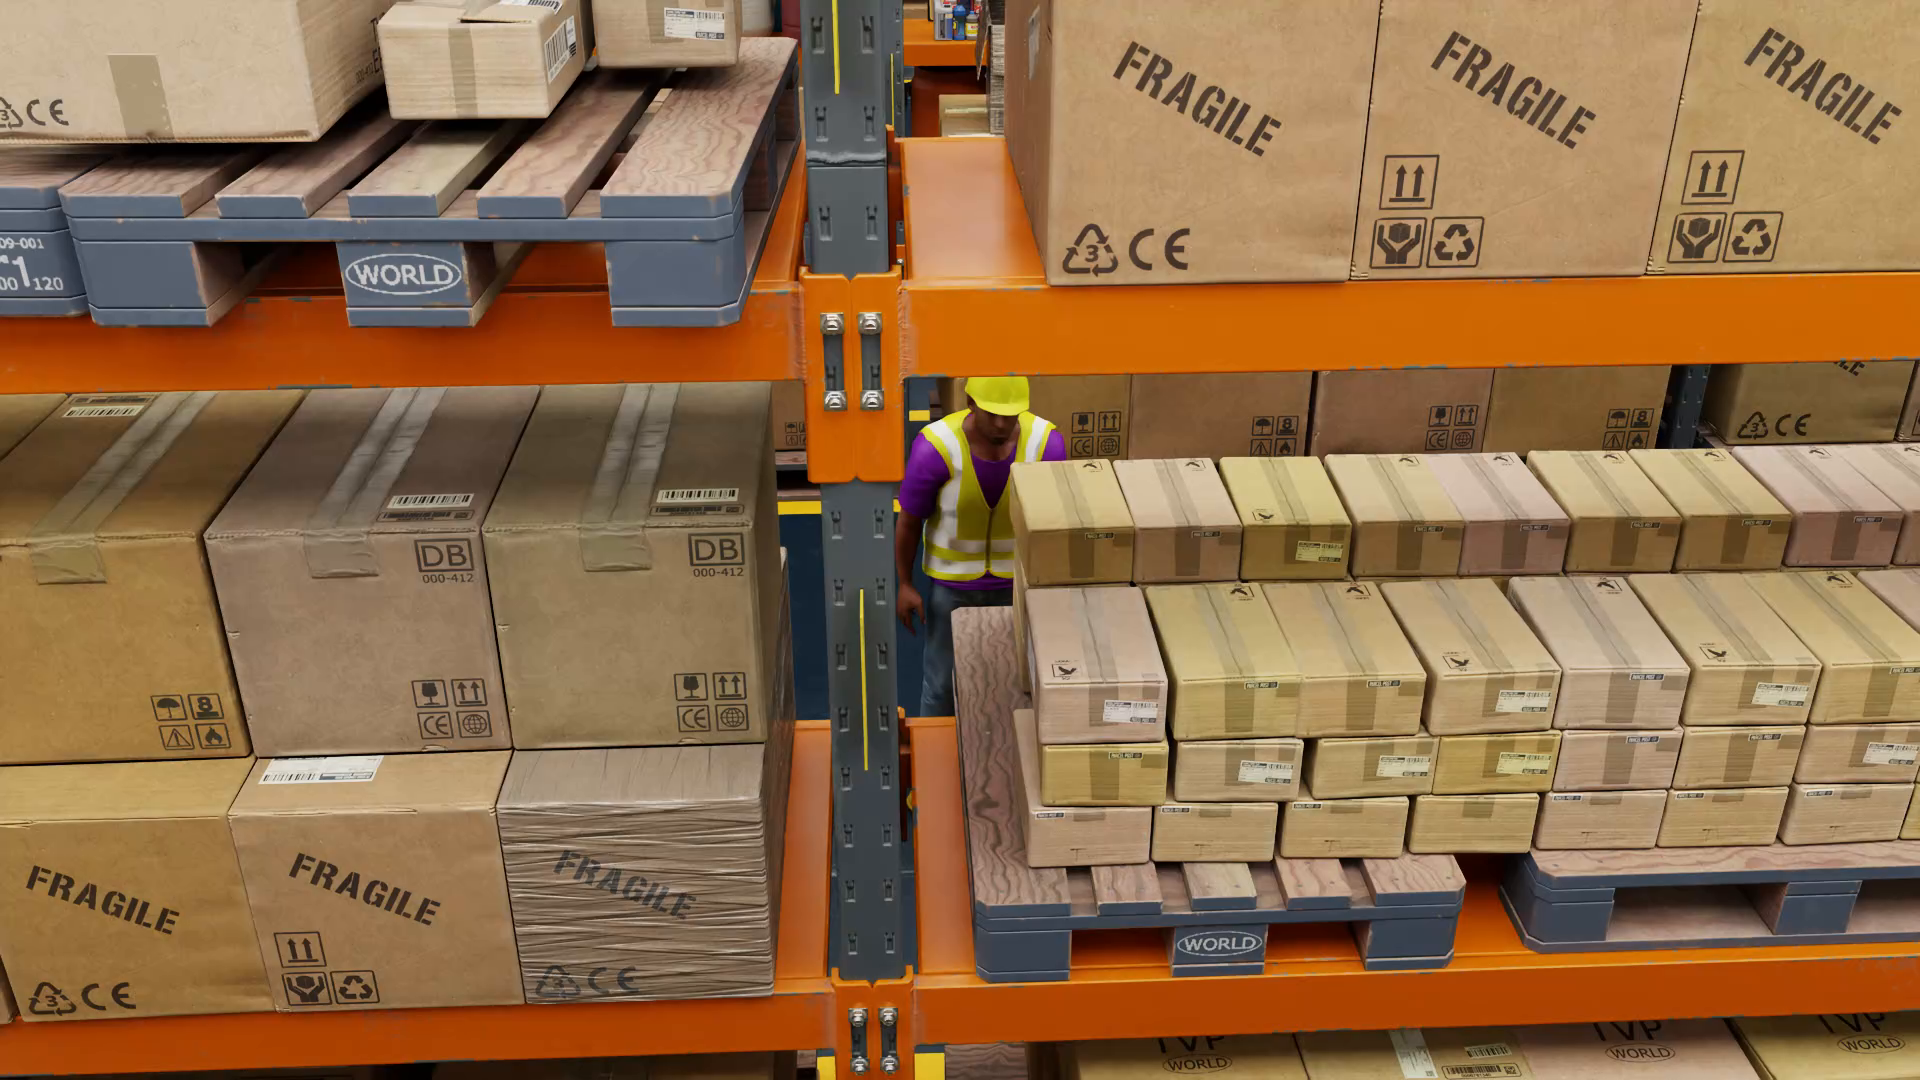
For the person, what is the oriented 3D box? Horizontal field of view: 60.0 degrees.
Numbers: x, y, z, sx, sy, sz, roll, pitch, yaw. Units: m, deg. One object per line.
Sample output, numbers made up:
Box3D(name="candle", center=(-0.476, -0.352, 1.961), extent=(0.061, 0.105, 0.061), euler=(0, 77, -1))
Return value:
Box3D(name="person", center=(0.088, 0.151, 5.810), extent=(0.632, 1.759, 0.462), euler=(-3, 28, -6))
